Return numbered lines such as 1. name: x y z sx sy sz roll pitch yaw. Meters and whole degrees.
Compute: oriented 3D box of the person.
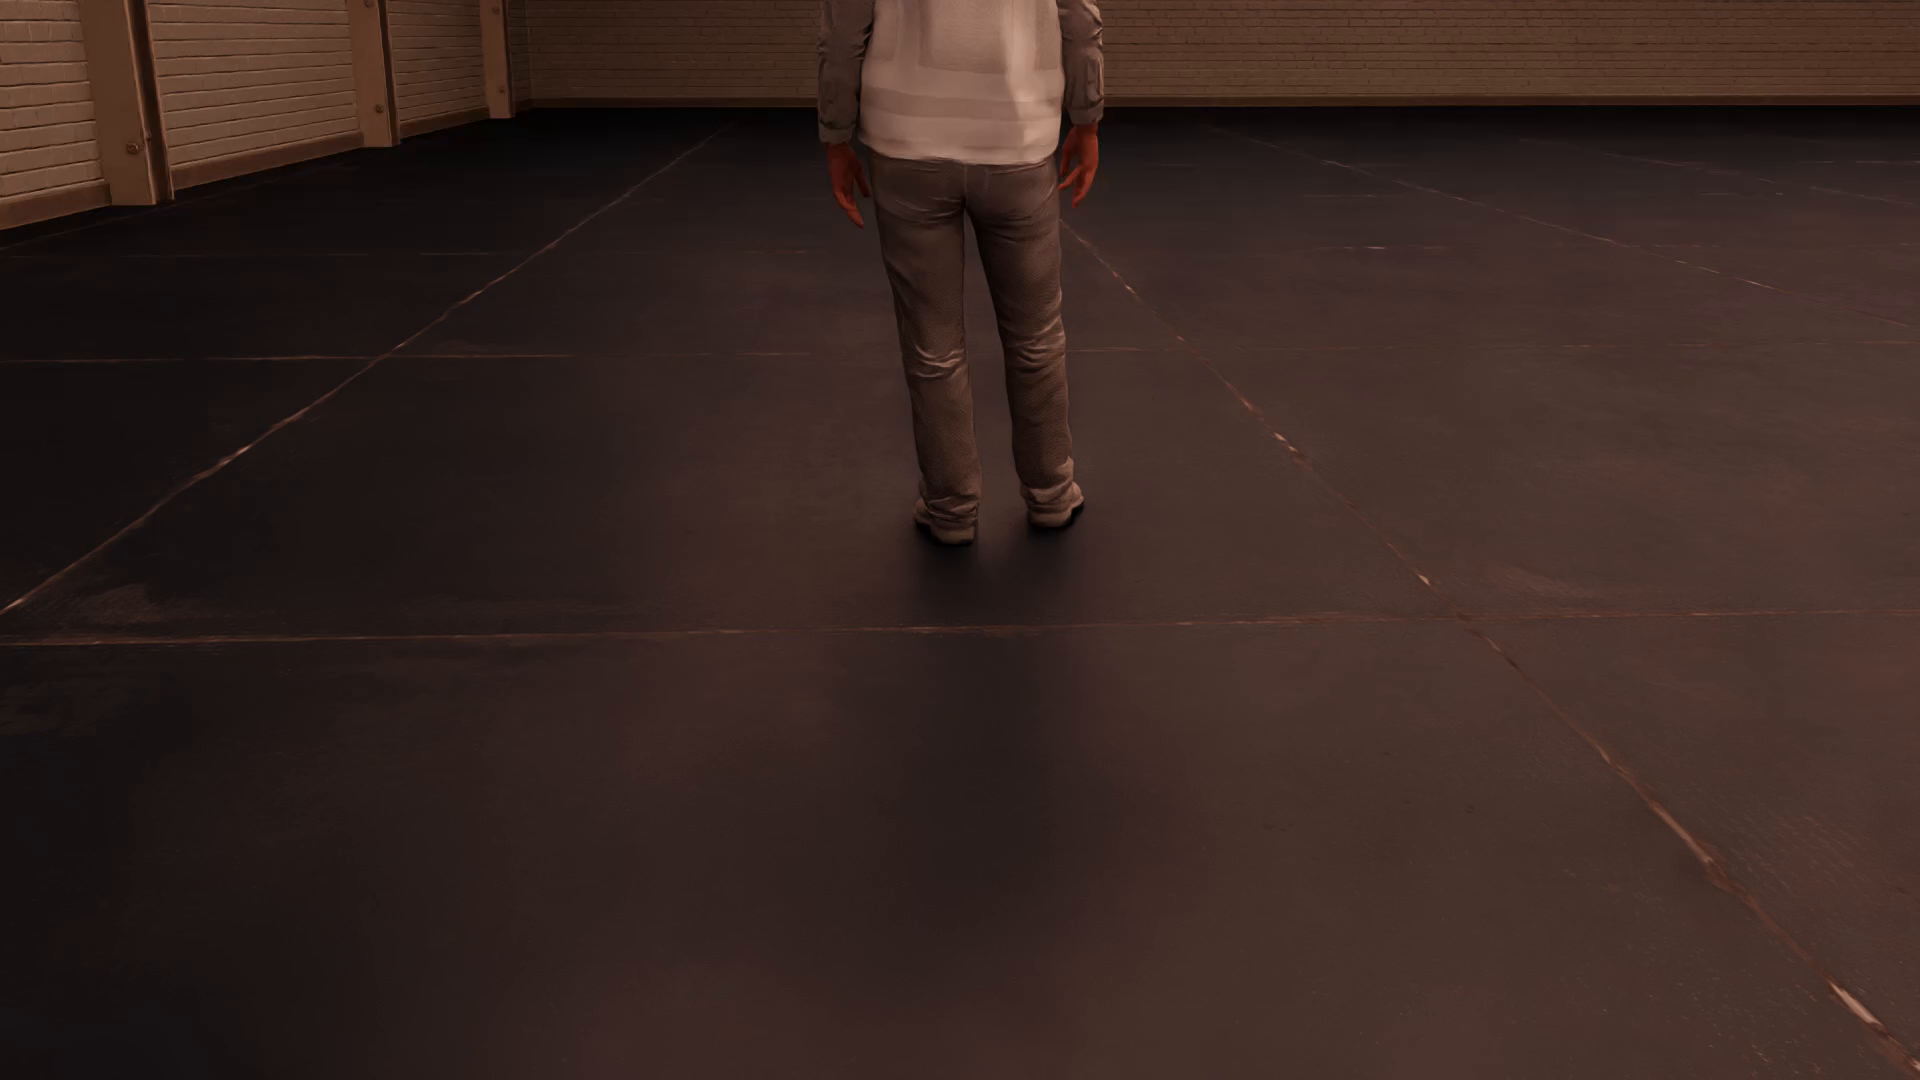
1. person: 0.004 -0.874 3.717 0.633 1.775 0.566 -1 17 -3
